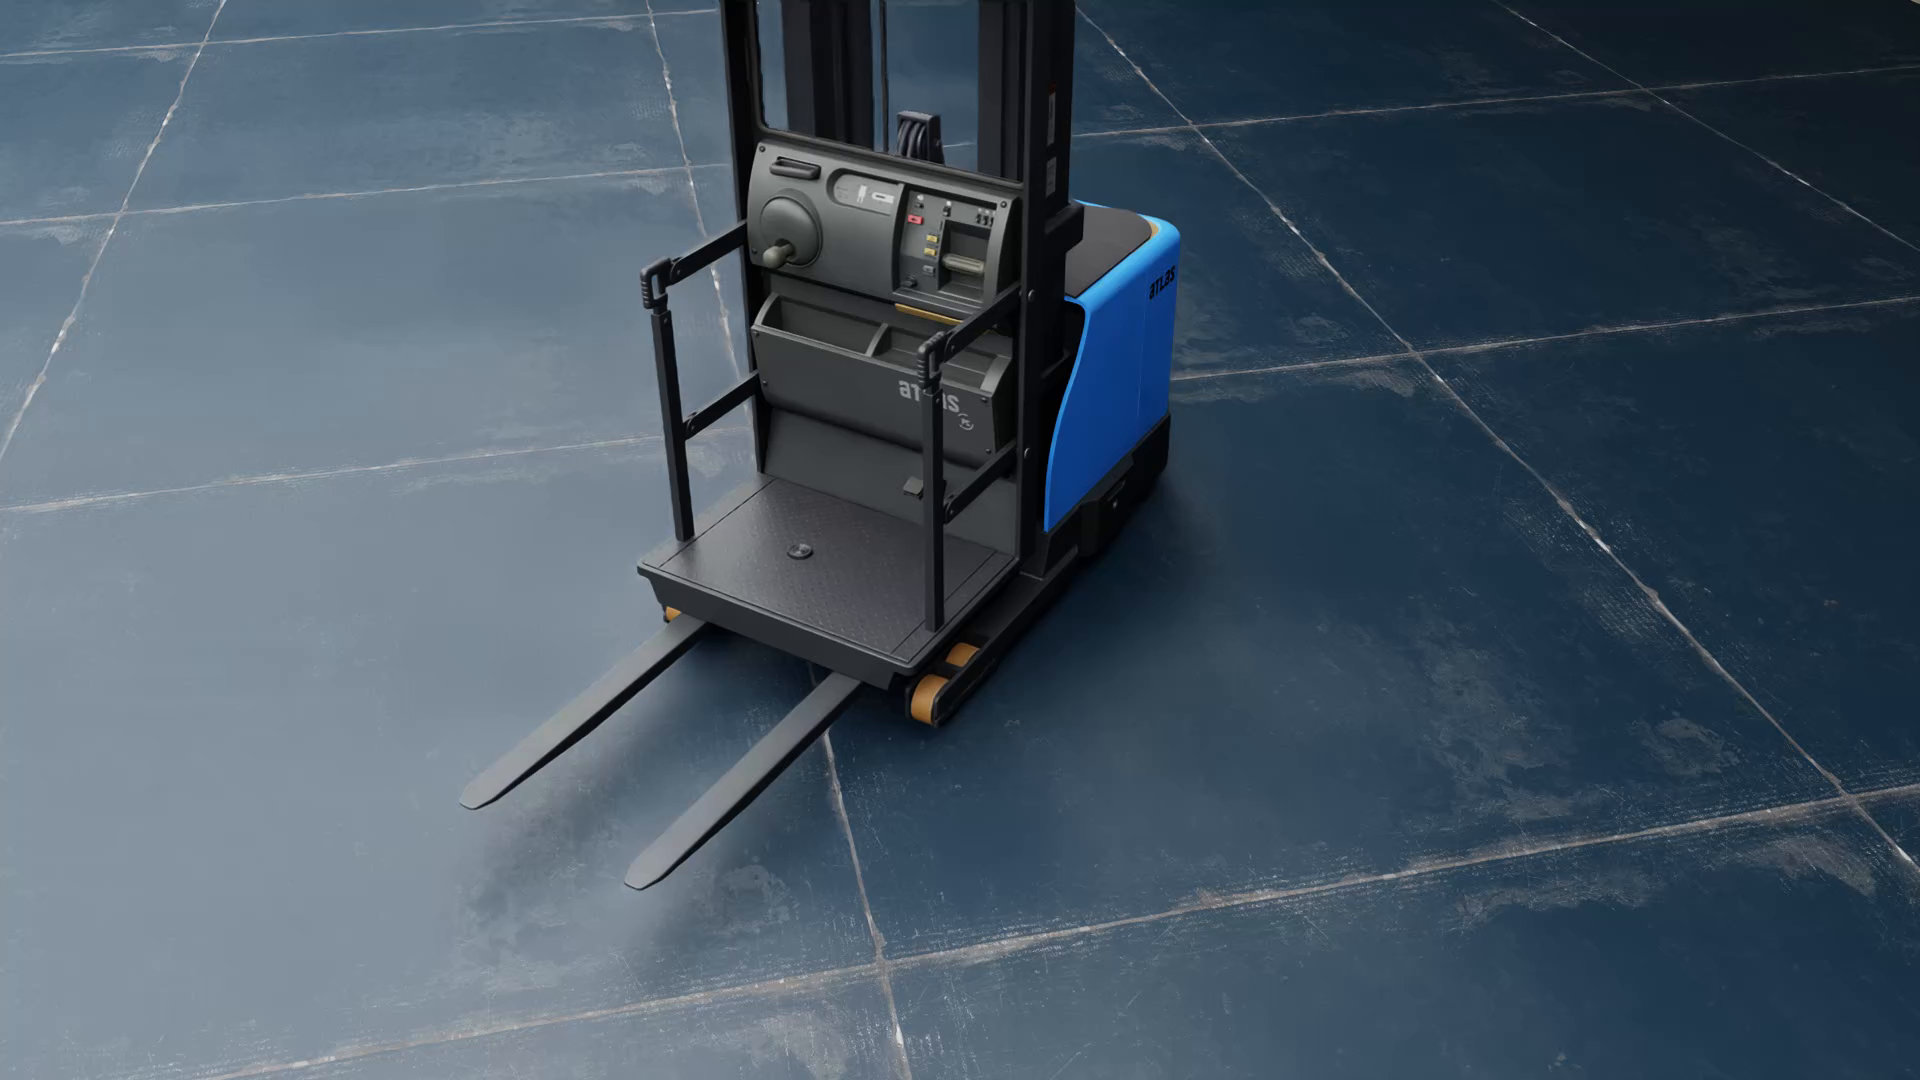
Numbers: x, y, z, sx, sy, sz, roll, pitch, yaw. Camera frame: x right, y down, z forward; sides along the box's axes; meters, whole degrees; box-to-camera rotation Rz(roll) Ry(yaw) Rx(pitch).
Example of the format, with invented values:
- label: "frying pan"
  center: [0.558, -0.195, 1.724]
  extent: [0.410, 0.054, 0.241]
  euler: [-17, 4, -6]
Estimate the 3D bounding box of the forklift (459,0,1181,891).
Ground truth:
- label: "forklift"
  center: [-0.368, -0.914, 4.981]
  extent: [1.130, 2.935, 3.031]
  euler: [18, 38, 25]
